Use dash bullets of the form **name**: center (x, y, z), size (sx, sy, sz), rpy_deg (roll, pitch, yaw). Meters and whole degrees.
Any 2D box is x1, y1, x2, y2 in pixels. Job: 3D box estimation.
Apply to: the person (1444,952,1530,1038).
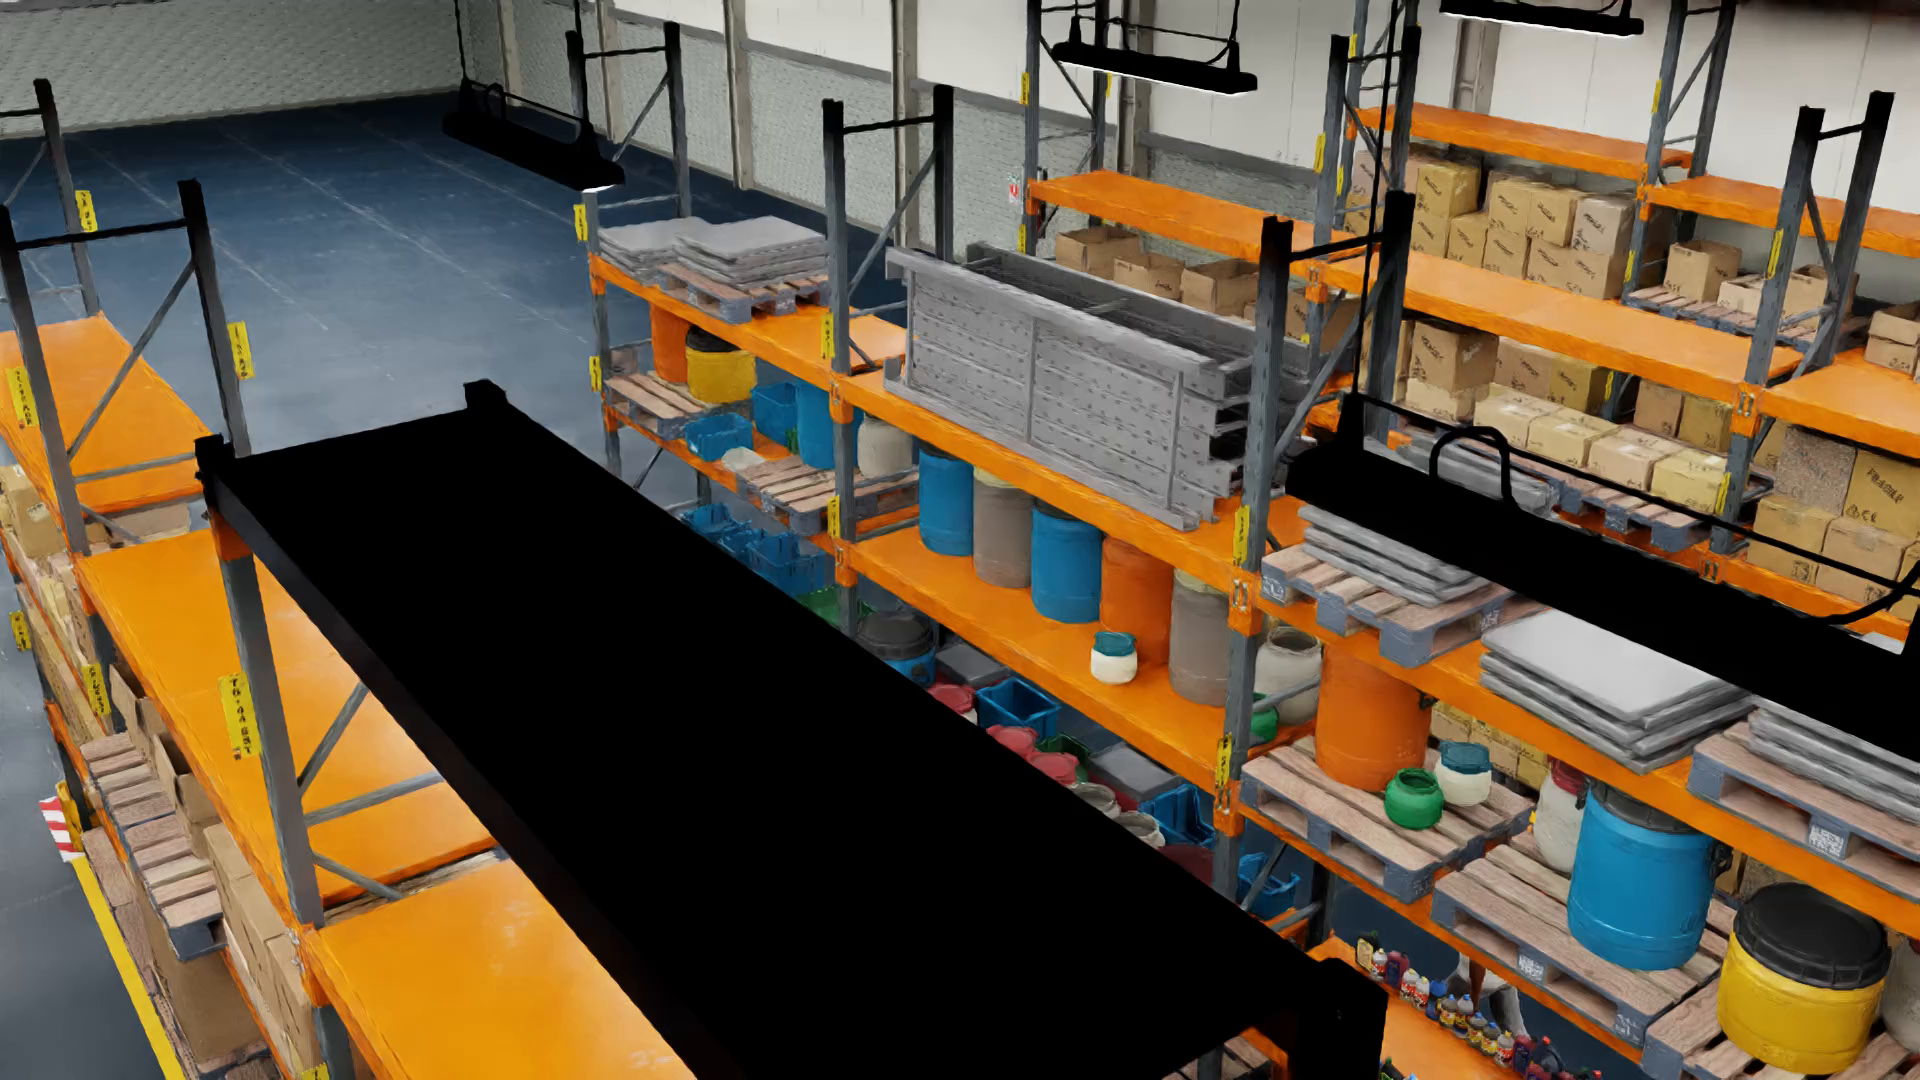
- **person**: center (3.438, 2.780, 10.932), size (0.577, 1.691, 1.121), rpy_deg (-16, 29, -30)
